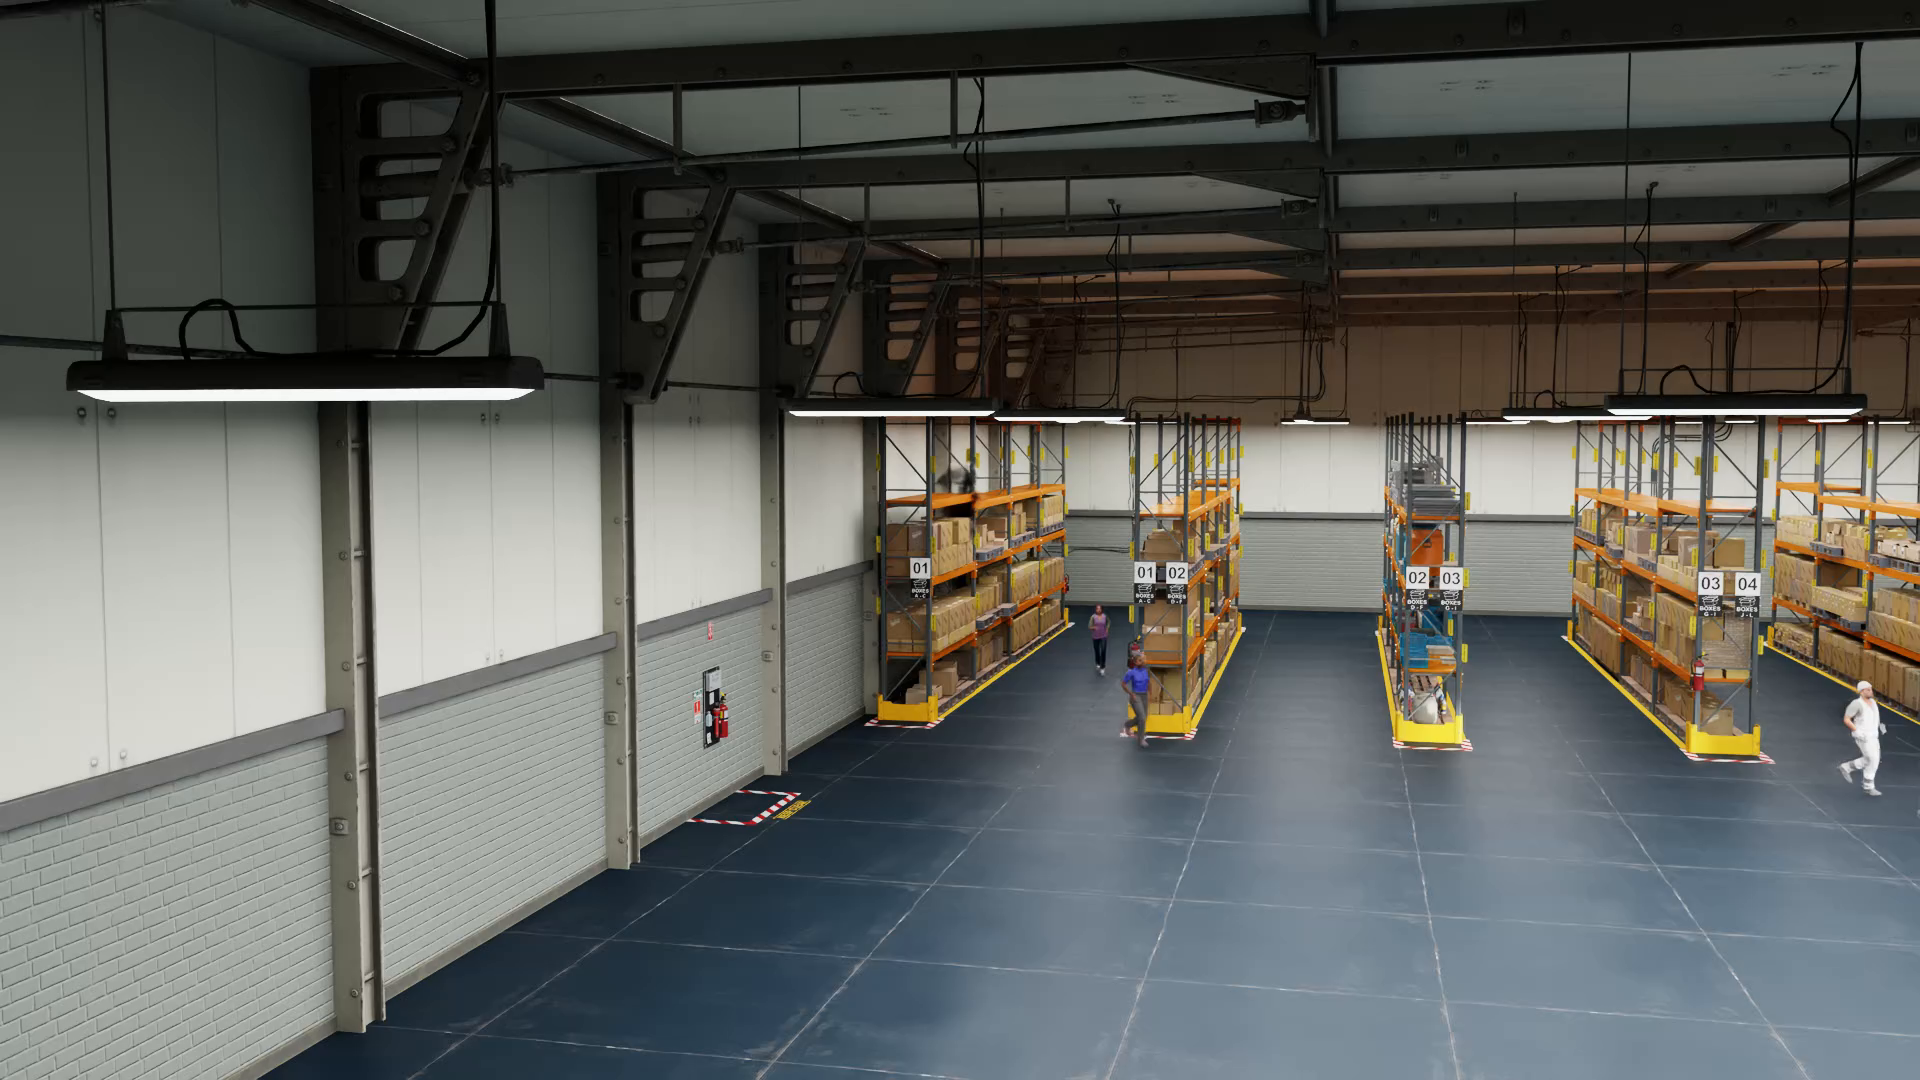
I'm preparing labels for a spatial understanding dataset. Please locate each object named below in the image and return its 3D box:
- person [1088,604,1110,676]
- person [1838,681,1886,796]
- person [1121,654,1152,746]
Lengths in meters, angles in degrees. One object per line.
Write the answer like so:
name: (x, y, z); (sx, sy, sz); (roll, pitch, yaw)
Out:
person: (3.236, 2.307, 38.656); (0.522, 1.645, 0.751); (0, 4, 5)
person: (14.153, 3.087, 26.092); (0.650, 1.766, 0.707); (-2, 4, -31)
person: (3.204, 2.897, 30.158); (0.624, 1.638, 0.714); (-3, 5, -38)
